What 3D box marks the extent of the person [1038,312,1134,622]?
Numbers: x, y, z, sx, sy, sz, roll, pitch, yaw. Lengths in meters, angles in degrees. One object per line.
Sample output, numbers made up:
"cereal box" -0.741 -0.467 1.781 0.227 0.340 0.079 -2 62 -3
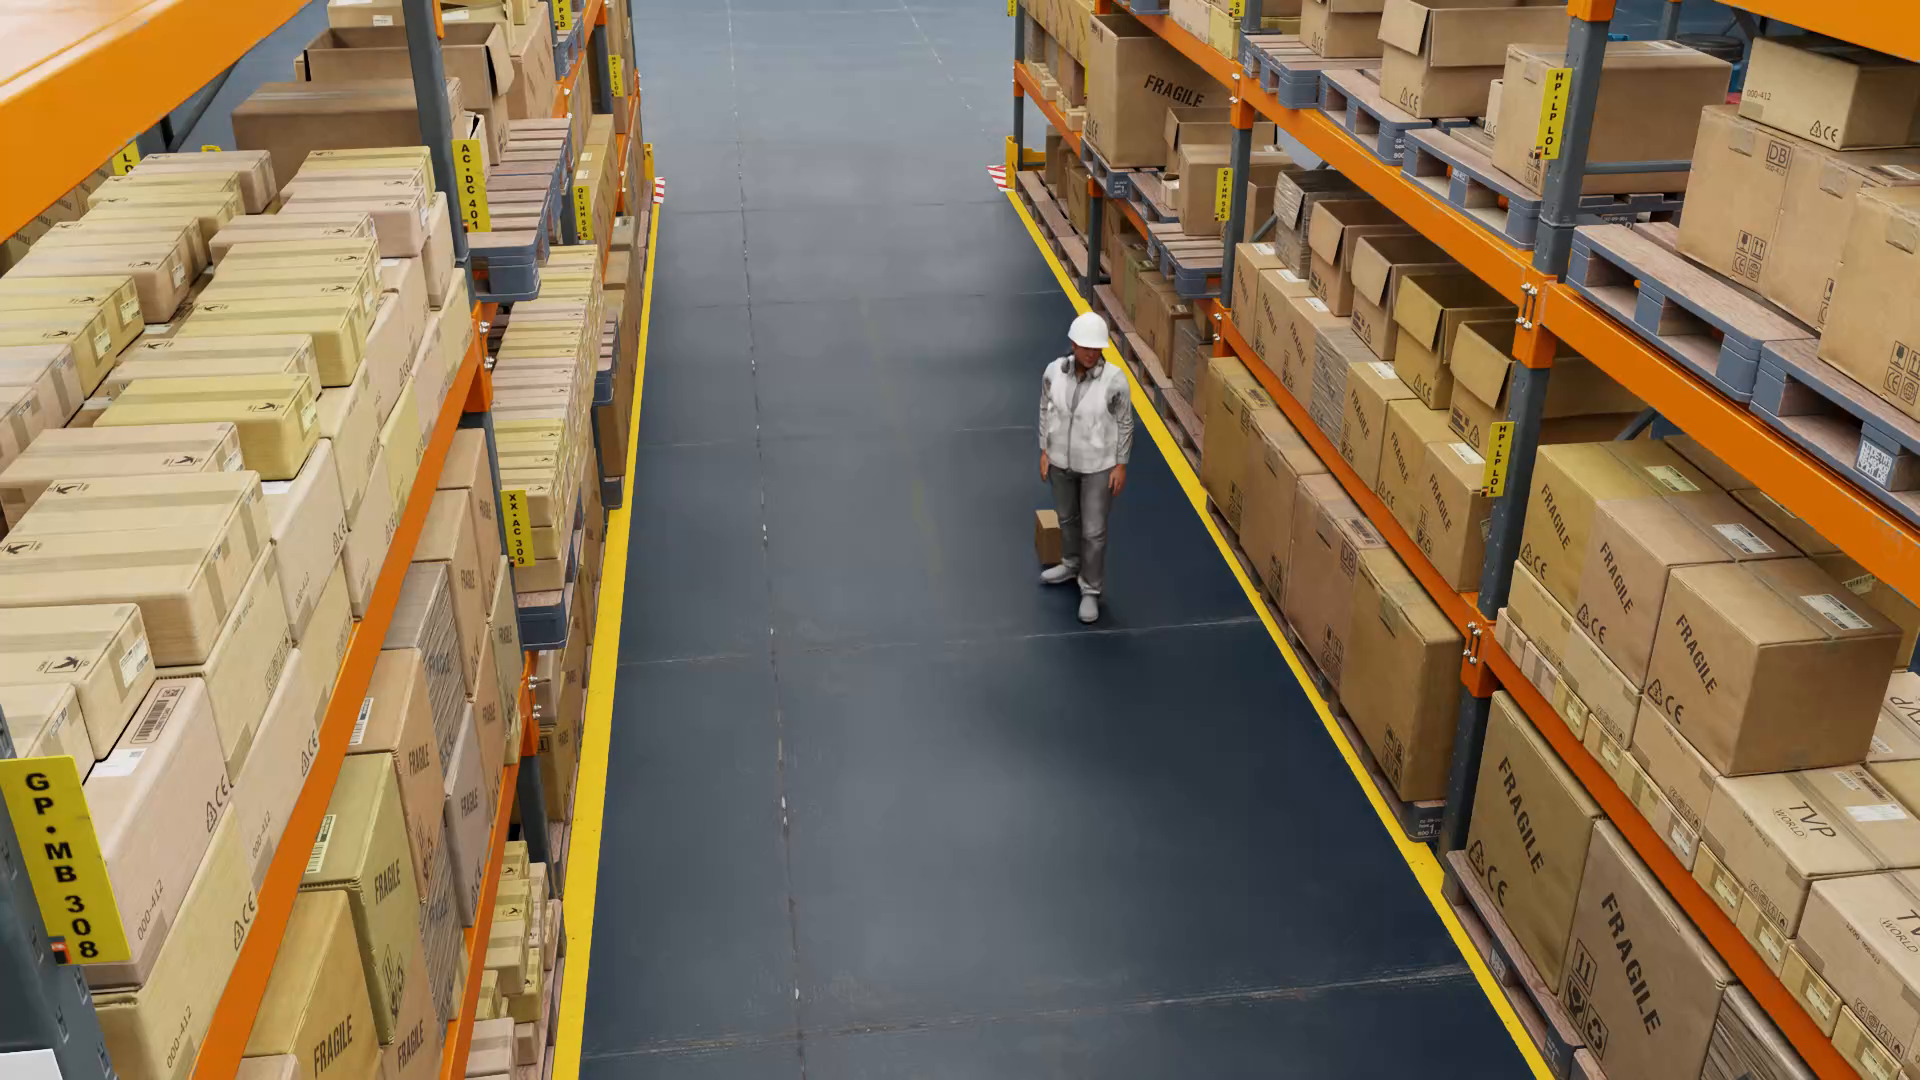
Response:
"person" 0.691 -0.452 9.461 0.555 1.776 0.551 15 30 26
